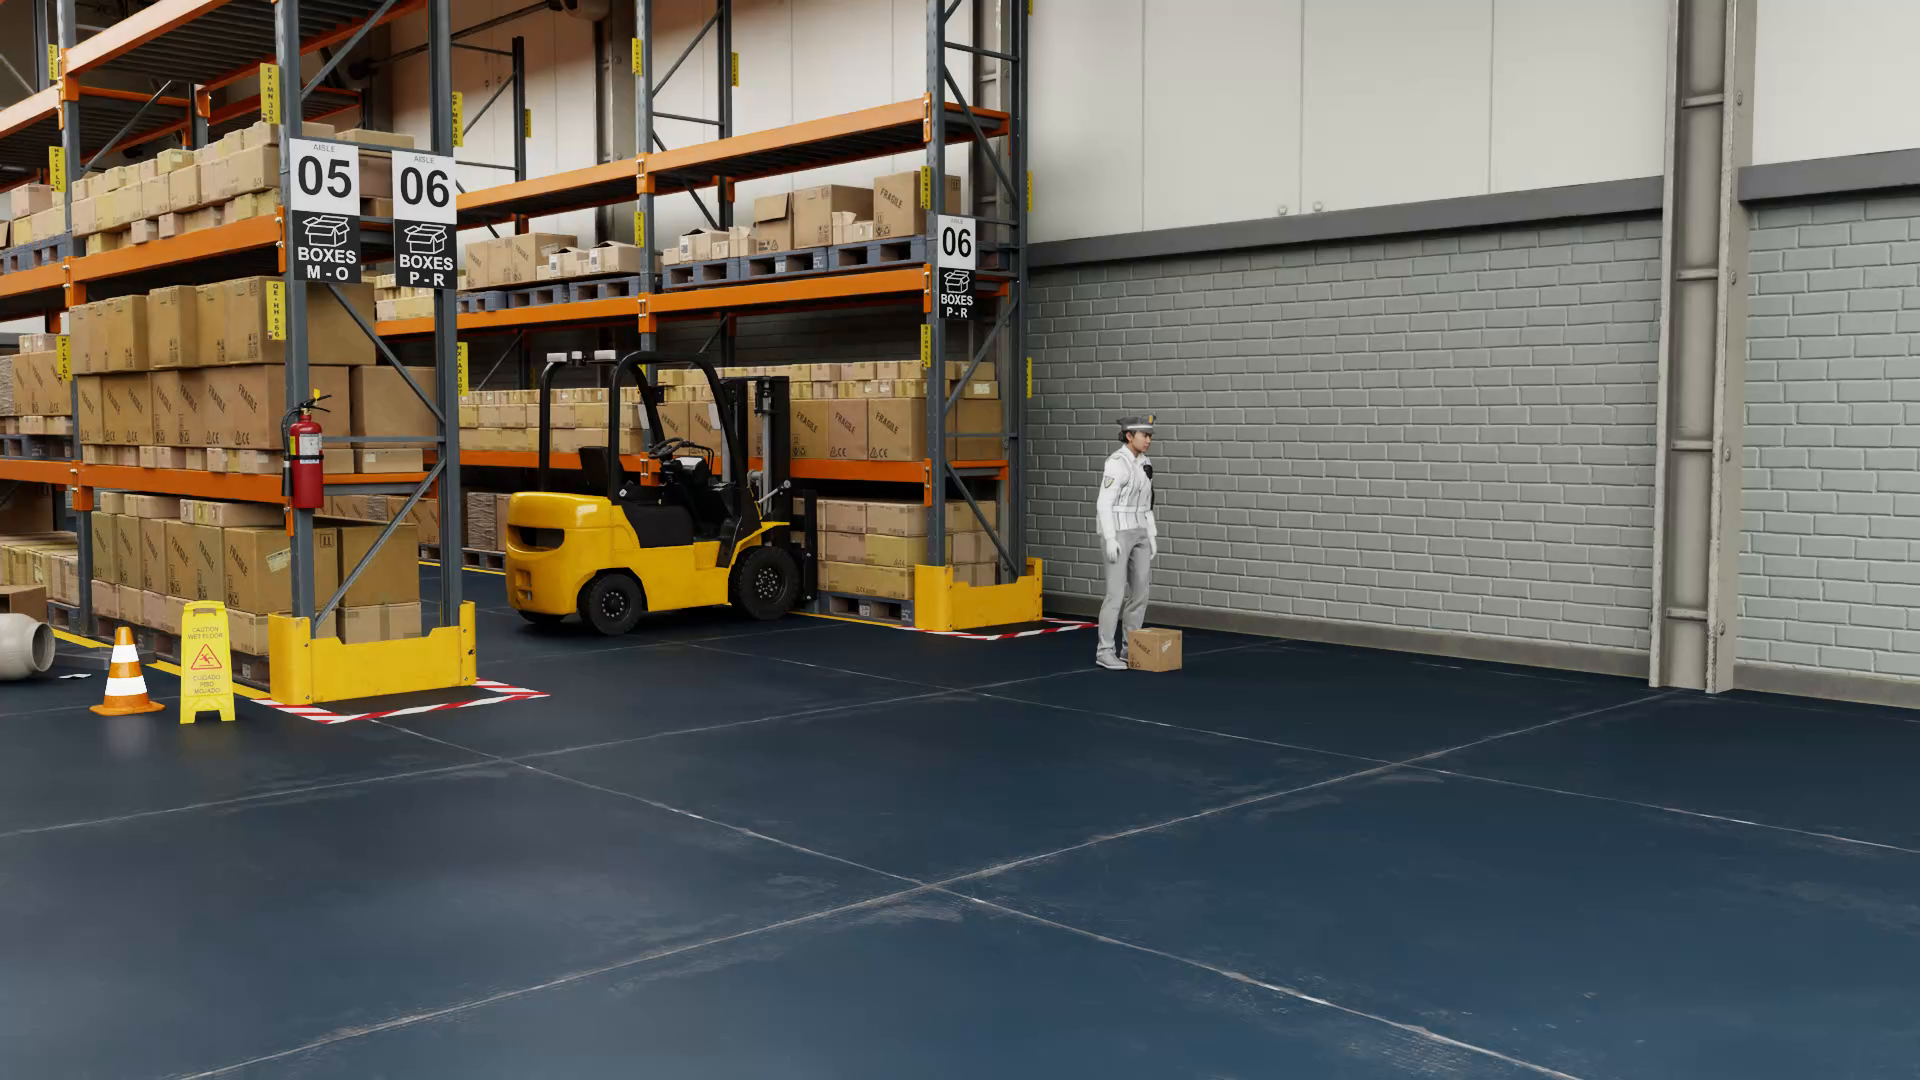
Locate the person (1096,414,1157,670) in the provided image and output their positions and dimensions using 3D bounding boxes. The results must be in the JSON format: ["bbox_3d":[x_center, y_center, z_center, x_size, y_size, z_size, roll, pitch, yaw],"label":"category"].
[{"bbox_3d":[1.111,-0.001,11.006,0.370,1.667,0.547,4,6,43],"label":"person"}]
